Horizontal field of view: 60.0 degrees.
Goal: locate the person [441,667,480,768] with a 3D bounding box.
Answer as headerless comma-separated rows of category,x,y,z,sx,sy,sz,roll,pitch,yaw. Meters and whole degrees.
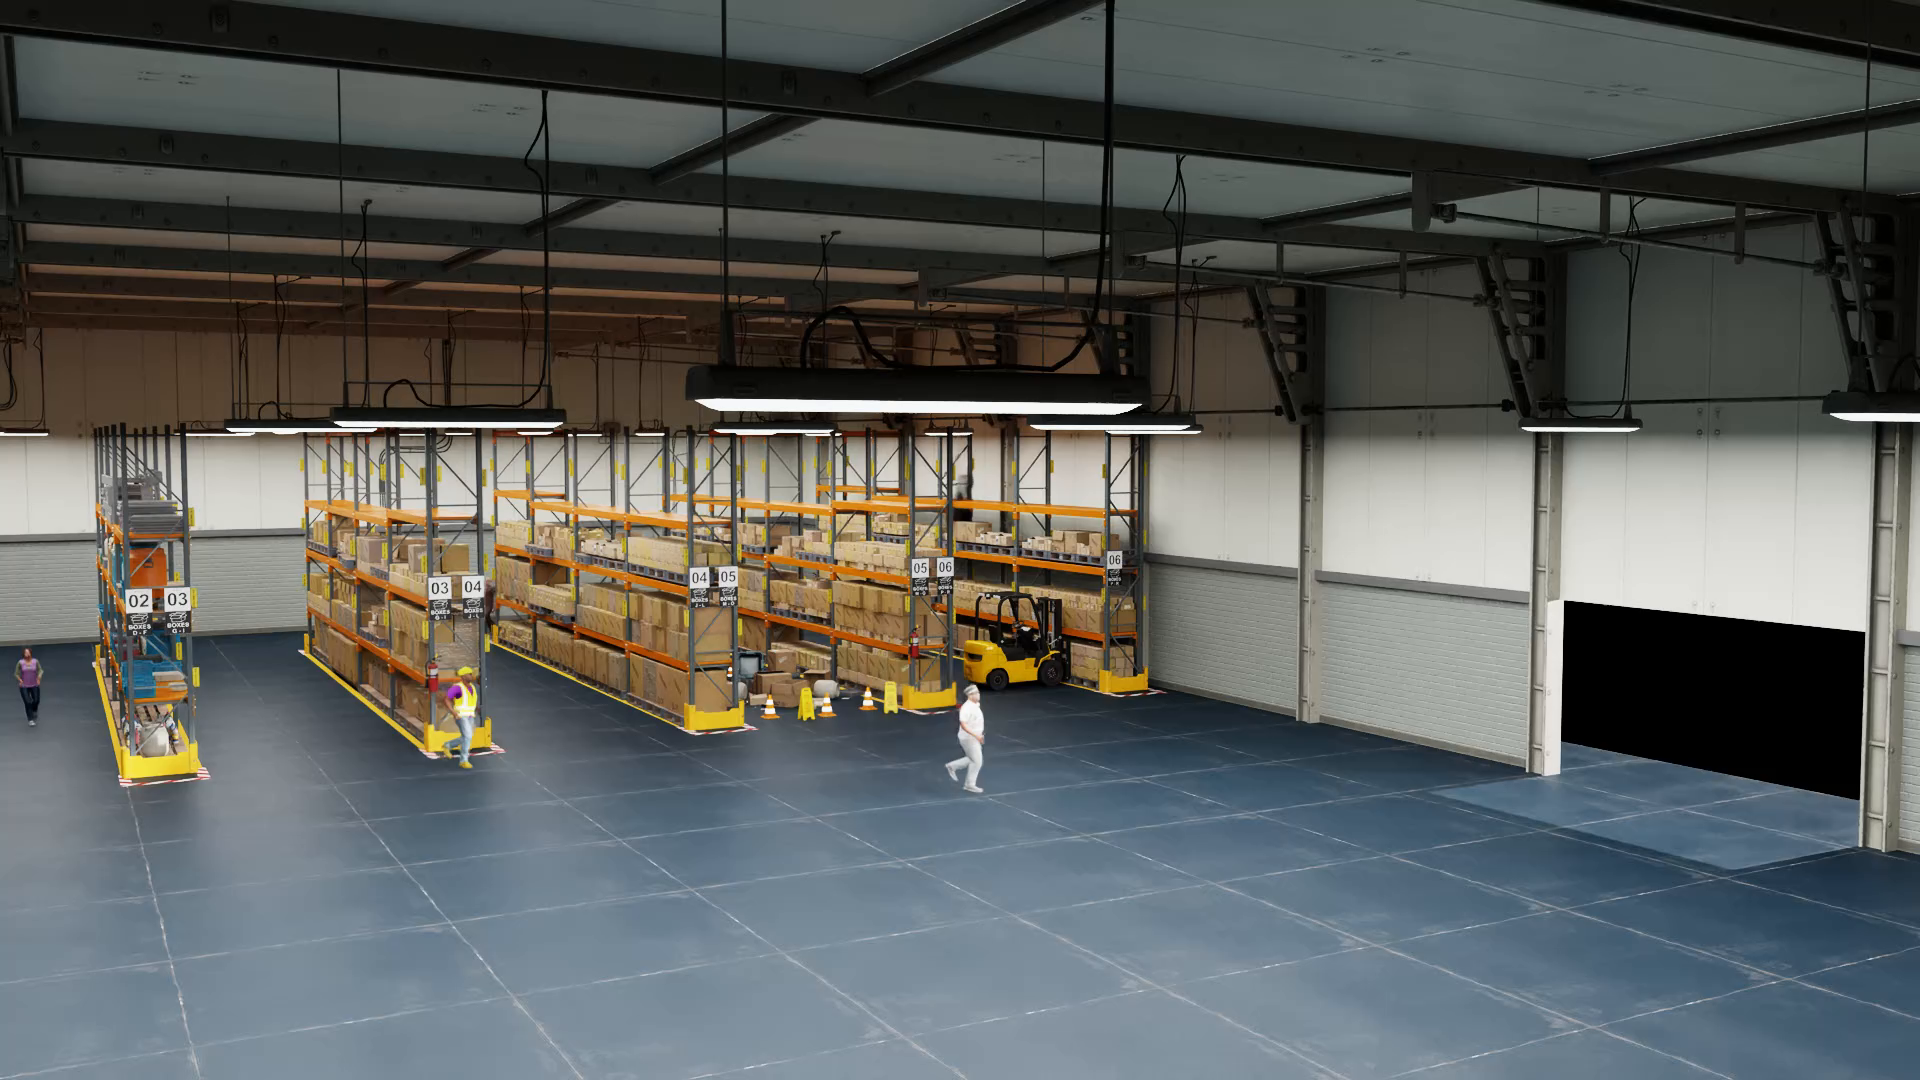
person,-8.769,3.109,29.263,0.757,1.740,0.750,1,4,20

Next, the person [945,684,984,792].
person,0.079,3.215,27.111,0.667,1.771,0.669,1,4,10

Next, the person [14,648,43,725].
person,-18.615,2.936,33.258,0.512,1.540,0.530,-2,4,-34

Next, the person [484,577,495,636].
person,-13.498,1.971,47.591,0.856,1.838,0.767,-3,5,-44
